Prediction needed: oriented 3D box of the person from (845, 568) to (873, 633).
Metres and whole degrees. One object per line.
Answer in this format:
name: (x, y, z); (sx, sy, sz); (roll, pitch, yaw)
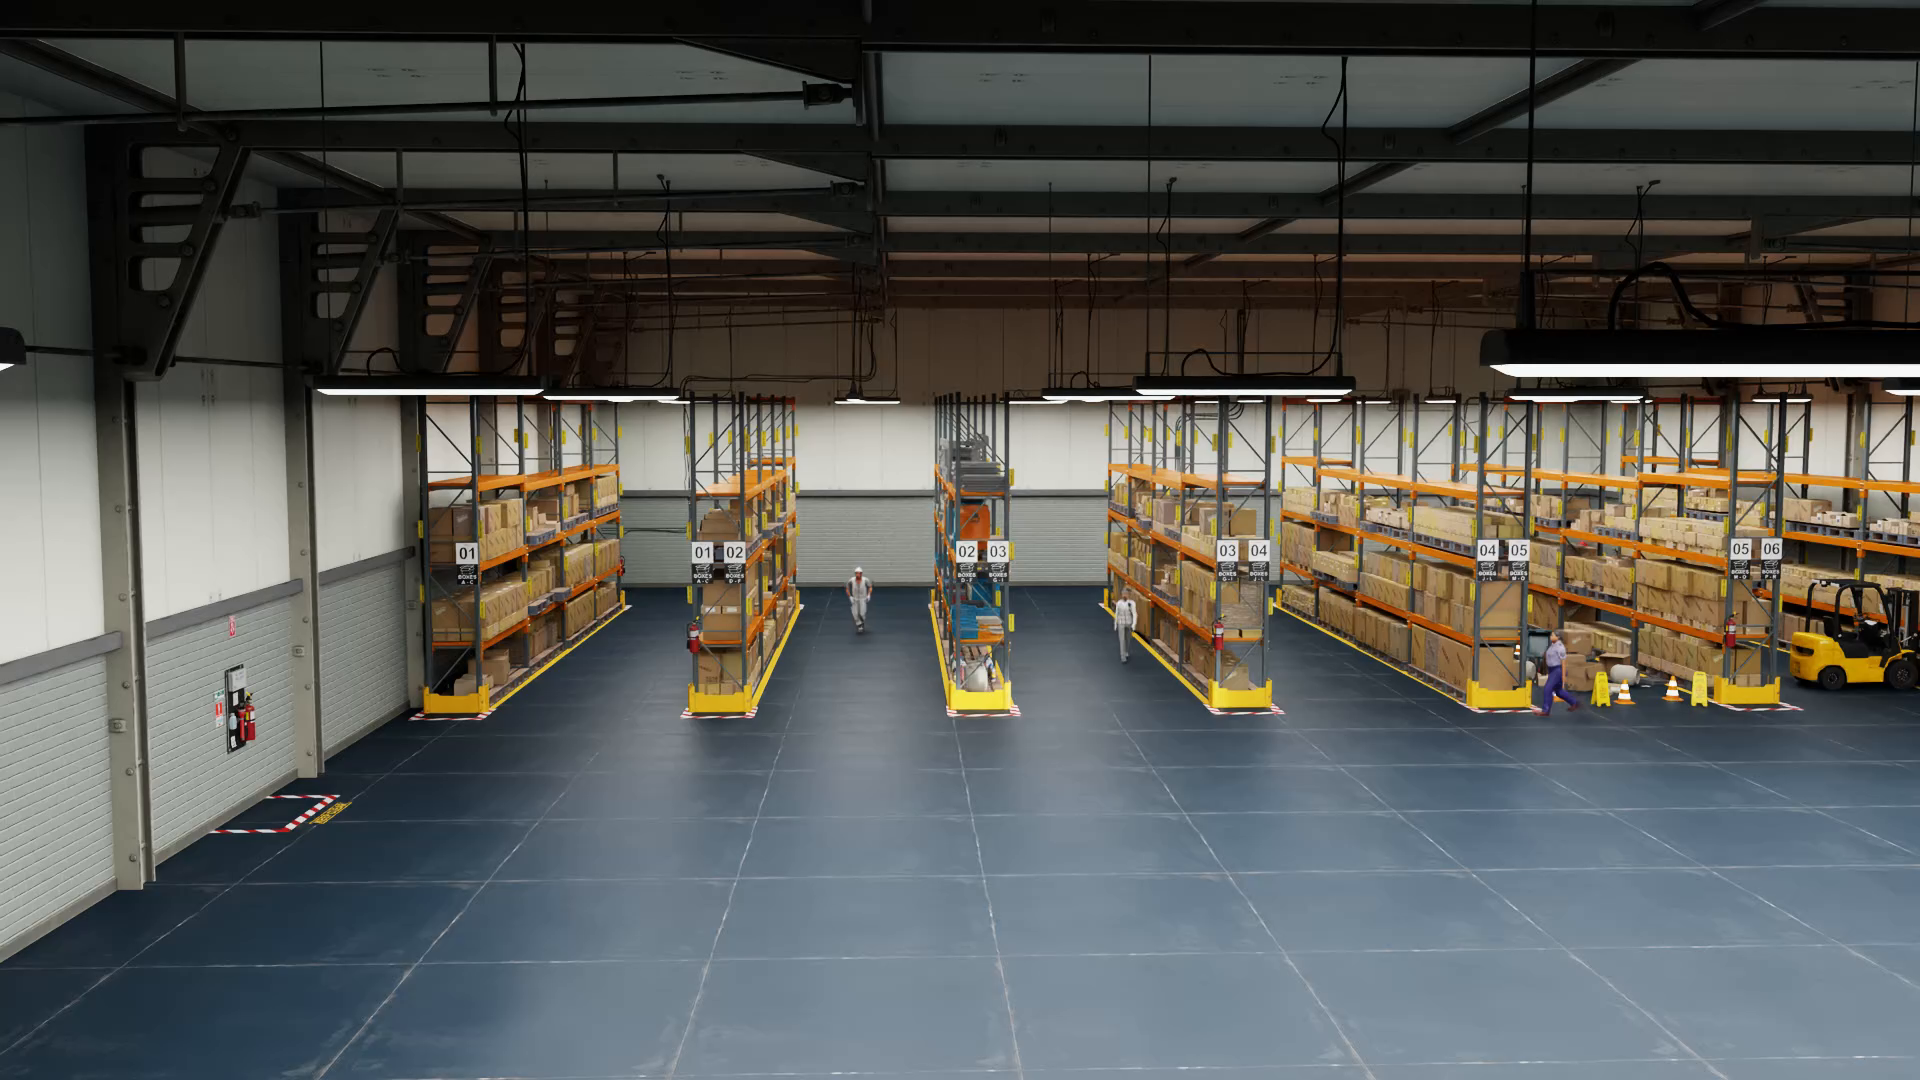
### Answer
person: (-2.552, 1.524, 41.995); (0.669, 1.687, 0.627); (0, 5, 5)

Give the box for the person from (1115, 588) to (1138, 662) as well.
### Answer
person: (3.757, 1.883, 37.503); (0.487, 1.623, 1.042); (0, 5, 0)

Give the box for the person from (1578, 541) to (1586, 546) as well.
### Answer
person: (18.442, 0.903, 49.273); (1.075, 1.747, 0.511); (0, 5, -2)

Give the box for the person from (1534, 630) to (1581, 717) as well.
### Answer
person: (11.062, 2.452, 30.707); (0.962, 1.603, 0.481); (0, 5, -2)
